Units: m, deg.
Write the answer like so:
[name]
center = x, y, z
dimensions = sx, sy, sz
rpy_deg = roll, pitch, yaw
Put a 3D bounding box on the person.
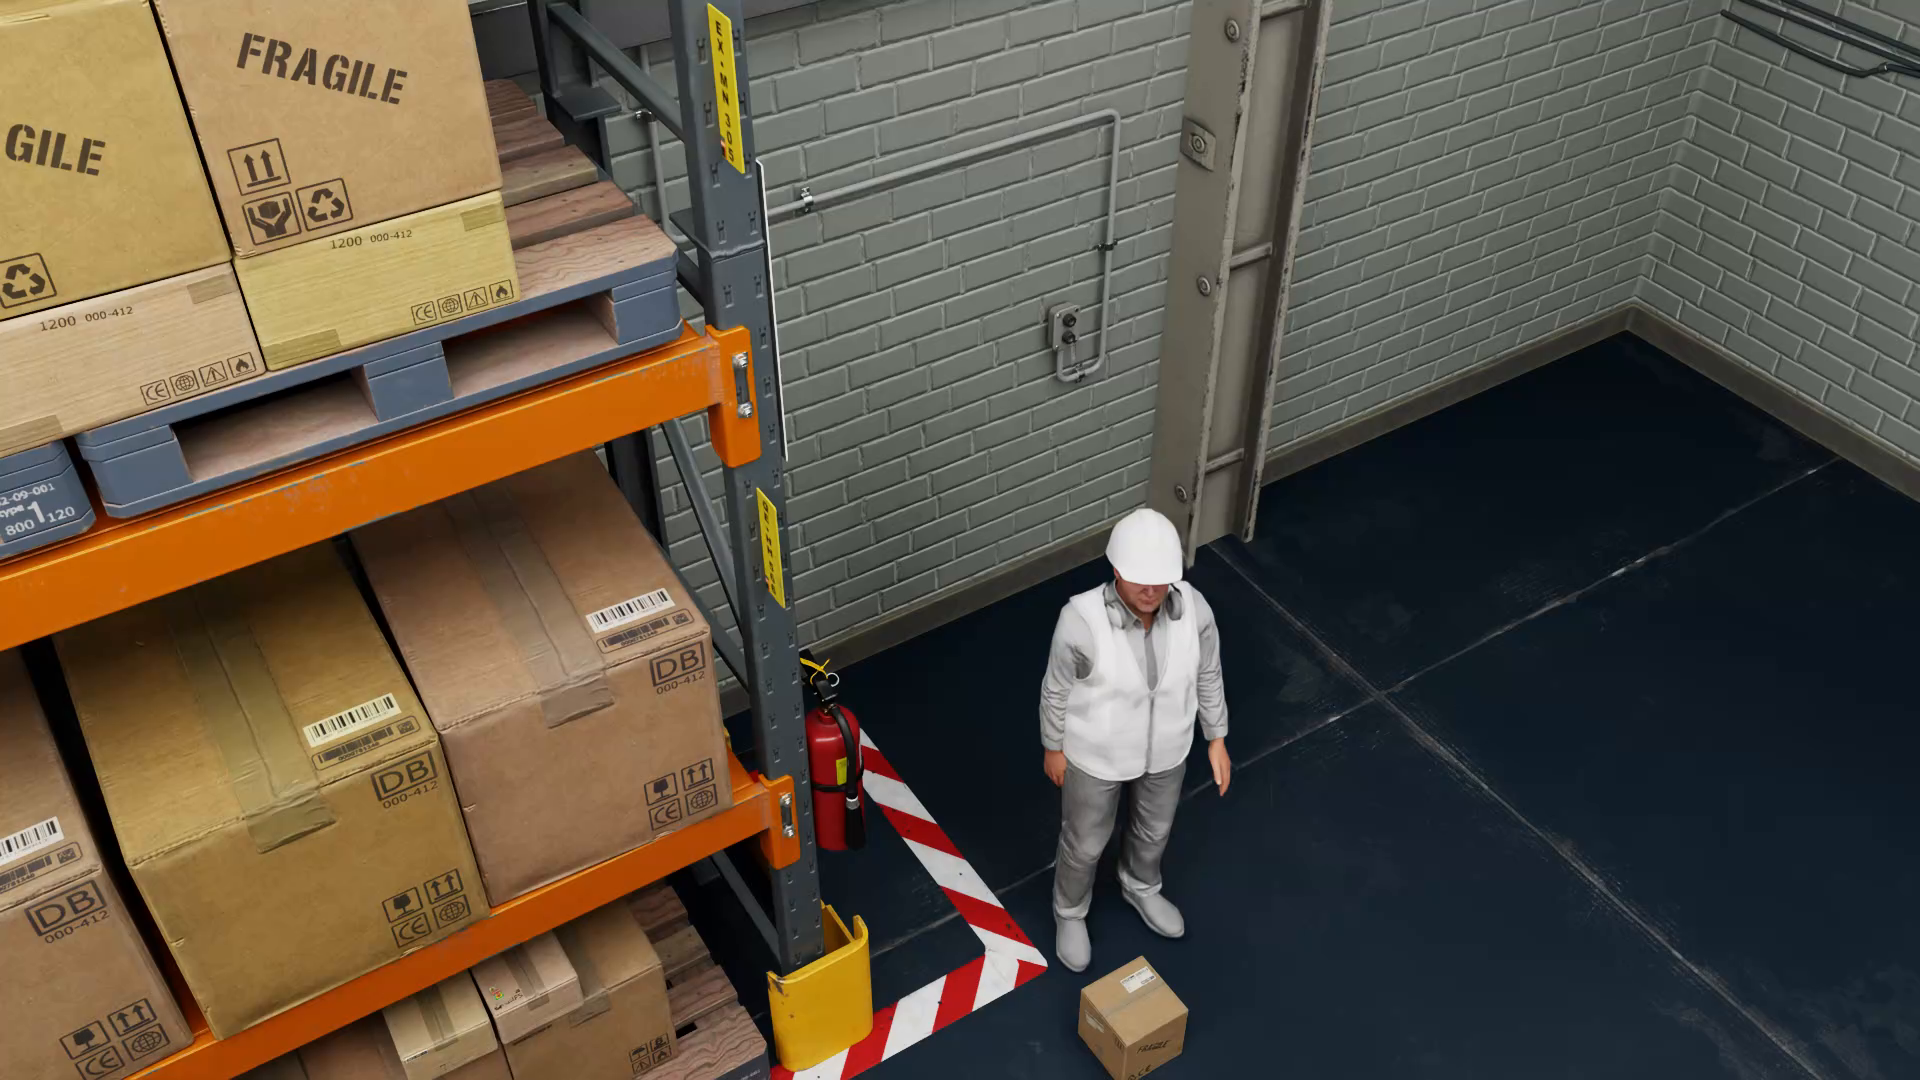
[person]
center = 0.557, 0.663, 5.332
dimensions = 0.584, 1.782, 0.413
rpy_deg = -12, 42, -14
